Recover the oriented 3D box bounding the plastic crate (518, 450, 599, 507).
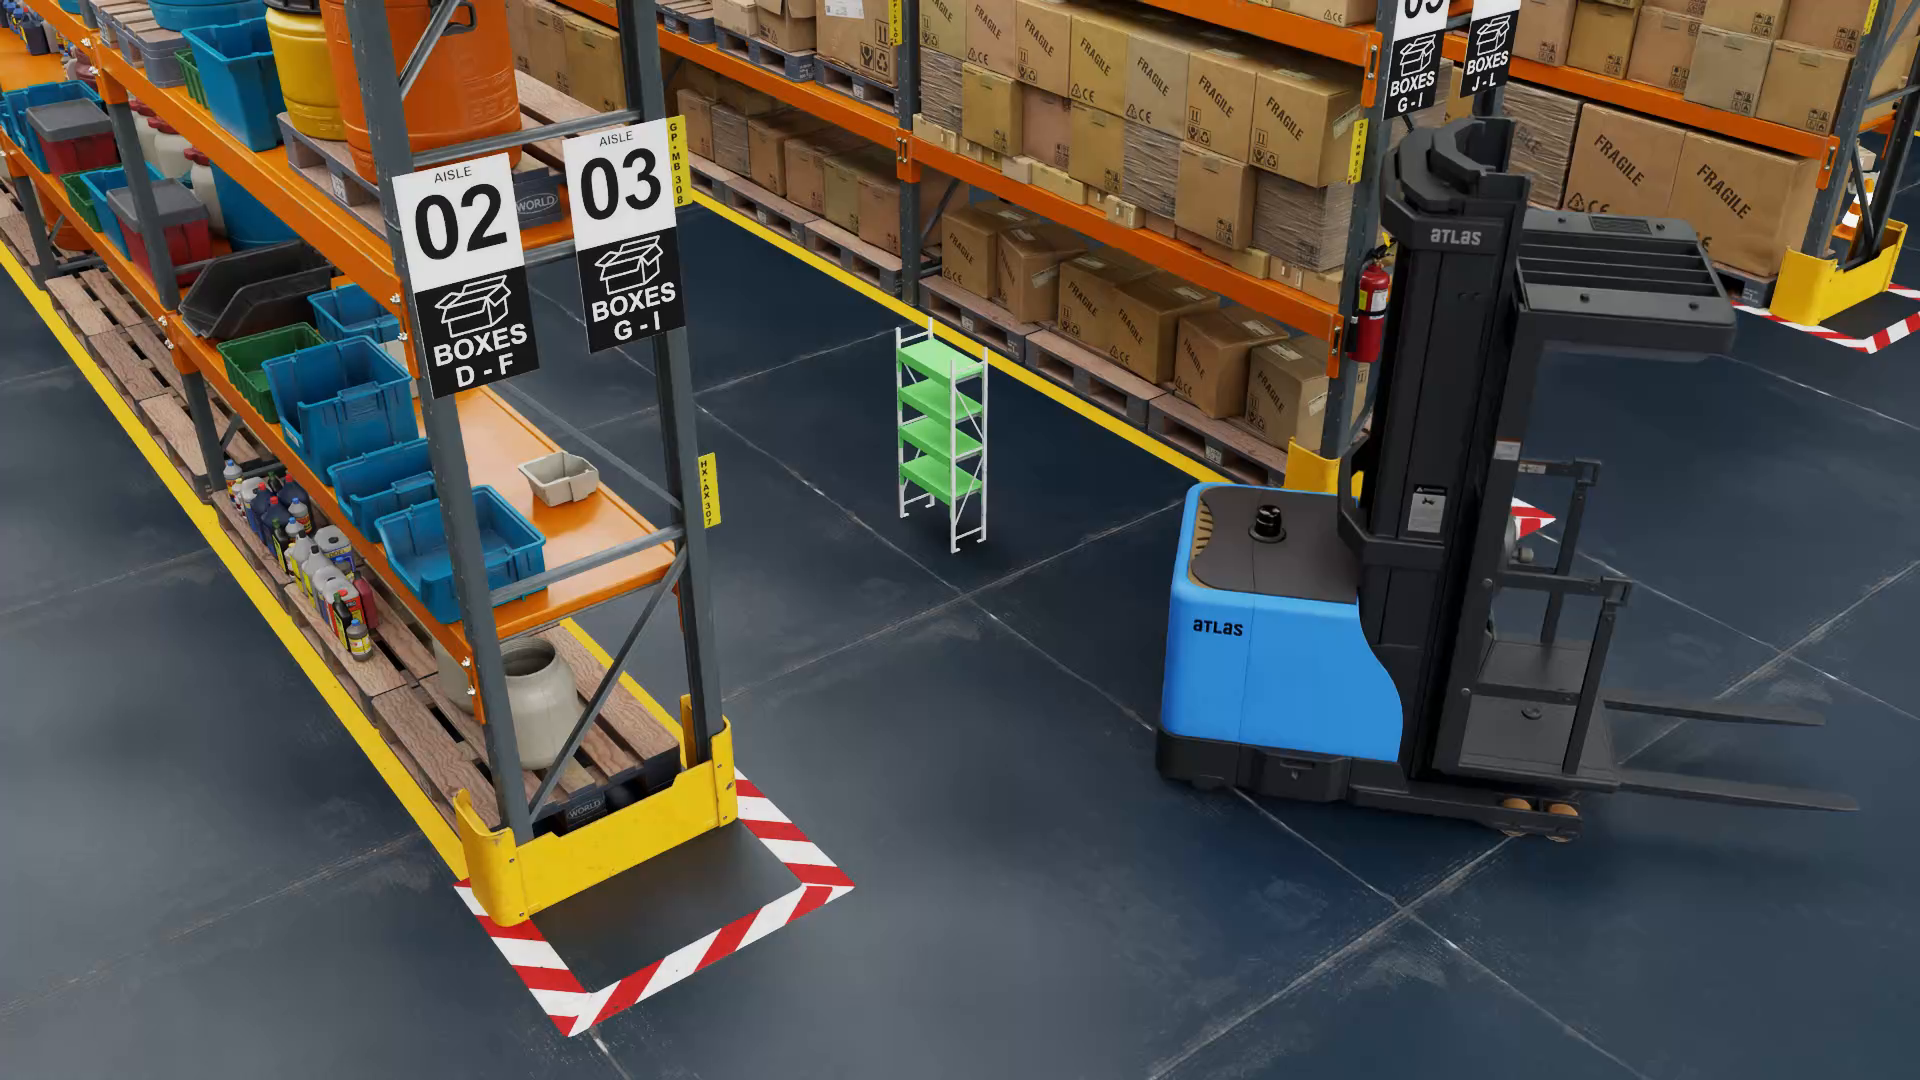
[{"bbox_3d":[-1.750,-0.265,7.311,0.298,0.136,0.250,-22,38,-31],"label":"plastic crate"}]

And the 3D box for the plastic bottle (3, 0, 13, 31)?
[{"bbox_3d":[-7.871,-4.377,13.802,0.097,0.271,0.097,0,32,0],"label":"plastic bottle"}]

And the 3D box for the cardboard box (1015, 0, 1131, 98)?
[{"bbox_3d":[0.693,-3.077,10.264,0.500,0.500,0.500,-22,38,-31],"label":"cardboard box"}]

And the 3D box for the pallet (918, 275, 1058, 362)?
[{"bbox_3d":[0.444,-1.717,12.041,1.003,0.211,1.213,-22,38,-31],"label":"pallet"}]

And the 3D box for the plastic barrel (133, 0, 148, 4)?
[{"bbox_3d":[-3.800,-2.824,7.834,0.421,0.512,0.421,0,32,0],"label":"plastic barrel"}]

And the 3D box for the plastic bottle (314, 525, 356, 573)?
[{"bbox_3d":[-3.263,0.071,8.684,0.152,0.276,0.135,-22,38,-31],"label":"plastic bottle"}]

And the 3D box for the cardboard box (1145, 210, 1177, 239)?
[{"bbox_3d":[1.340,-1.964,10.033,0.380,0.149,0.250,-22,38,-31],"label":"cardboard box"}]

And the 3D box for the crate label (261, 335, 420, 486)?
[{"bbox_3d":[-2.798,-0.595,7.558,0.502,0.435,0.616,-22,38,-31],"label":"crate label"}]

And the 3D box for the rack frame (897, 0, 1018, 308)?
[{"bbox_3d":[0.004,-3.170,11.737,1.000,3.000,0.127,-22,38,-31],"label":"rack frame"}]

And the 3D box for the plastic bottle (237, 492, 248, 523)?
[{"bbox_3d":[-3.935,-0.206,9.201,0.097,0.201,0.097,0,32,0],"label":"plastic bottle"}]

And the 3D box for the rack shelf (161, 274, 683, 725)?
[{"bbox_3d":[-2.682,-0.428,8.005,1.077,0.370,4.000,-22,38,-31],"label":"rack shelf"}]

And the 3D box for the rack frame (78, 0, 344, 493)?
[{"bbox_3d":[-3.908,-1.567,9.157,1.000,3.000,0.127,-22,38,-31],"label":"rack frame"}]

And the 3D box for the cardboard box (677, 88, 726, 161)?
[{"bbox_3d":[-2.022,-3.689,14.526,0.700,0.500,0.500,-25,39,-34],"label":"cardboard box"}]

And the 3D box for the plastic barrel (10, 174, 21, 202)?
[{"bbox_3d":[-7.367,-3.057,13.444,0.600,0.588,0.708,-22,38,-31],"label":"plastic barrel"}]

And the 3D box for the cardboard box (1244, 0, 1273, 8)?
[{"bbox_3d":[1.652,-3.039,8.826,0.500,0.250,0.500,-22,38,-31],"label":"cardboard box"}]

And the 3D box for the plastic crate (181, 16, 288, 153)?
[{"bbox_3d":[-2.863,-1.865,6.809,0.392,0.384,0.575,-22,38,-31],"label":"plastic crate"}]

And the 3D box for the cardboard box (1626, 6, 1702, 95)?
[{"bbox_3d":[5.575,-3.765,12.554,0.875,0.550,0.550,-22,38,-31],"label":"cardboard box"}]

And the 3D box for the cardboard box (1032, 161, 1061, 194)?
[{"bbox_3d":[0.684,-2.363,10.677,0.380,0.149,0.250,-22,38,-31],"label":"cardboard box"}]

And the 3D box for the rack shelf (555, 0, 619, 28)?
[{"bbox_3d":[-3.675,-5.365,15.953,1.077,0.370,4.000,-22,38,-31],"label":"rack shelf"}]

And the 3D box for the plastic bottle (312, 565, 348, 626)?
[{"bbox_3d":[-3.146,0.275,8.356,0.152,0.276,0.135,-23,39,-33],"label":"plastic bottle"}]

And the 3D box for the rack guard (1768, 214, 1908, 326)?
[{"bbox_3d":[6.452,-1.993,12.213,1.175,0.500,0.348,-22,38,-31],"label":"rack guard"}]

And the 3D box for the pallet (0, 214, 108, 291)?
[{"bbox_3d":[-6.878,-2.365,13.084,1.003,0.211,1.213,-22,38,-31],"label":"pallet"}]

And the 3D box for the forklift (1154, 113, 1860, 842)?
[{"bbox_3d":[2.467,-0.221,7.055,3.031,2.935,1.130,6,32,10],"label":"forklift"}]

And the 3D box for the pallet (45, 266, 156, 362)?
[{"bbox_3d":[-5.917,-1.714,12.037,1.003,0.211,1.213,-22,38,-31],"label":"pallet"}]

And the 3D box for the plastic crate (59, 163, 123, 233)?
[{"bbox_3d":[-5.199,-2.112,10.235,0.450,0.188,0.662,-22,38,-31],"label":"plastic crate"}]

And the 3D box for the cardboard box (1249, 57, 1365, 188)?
[{"bbox_3d":[1.924,-2.246,8.925,0.500,0.500,0.500,-22,38,-31],"label":"cardboard box"}]

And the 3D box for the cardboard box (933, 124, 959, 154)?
[{"bbox_3d":[0.041,-2.768,11.328,0.380,0.149,0.250,-22,38,-31],"label":"cardboard box"}]

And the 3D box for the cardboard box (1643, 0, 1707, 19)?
[{"bbox_3d":[5.594,-4.232,12.281,0.875,0.550,0.550,-22,38,-31],"label":"cardboard box"}]

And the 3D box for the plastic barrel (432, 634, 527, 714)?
[{"bbox_3d":[-2.227,0.520,7.757,0.421,0.512,0.421,0,32,0],"label":"plastic barrel"}]

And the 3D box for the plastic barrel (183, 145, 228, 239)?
[{"bbox_3d":[-4.322,-2.095,9.878,0.433,0.535,0.433,0,32,0],"label":"plastic barrel"}]

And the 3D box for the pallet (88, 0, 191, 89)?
[{"bbox_3d":[-3.389,-2.492,7.982,1.213,0.211,1.003,-22,38,-31],"label":"pallet"}]

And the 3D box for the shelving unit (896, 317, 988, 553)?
[{"bbox_3d":[-0.101,-0.579,9.271,0.258,1.200,0.503,-22,38,-31],"label":"shelving unit"}]

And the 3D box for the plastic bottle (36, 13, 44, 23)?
[{"bbox_3d":[-7.317,-4.144,13.353,0.144,0.351,0.185,-22,38,-31],"label":"plastic bottle"}]

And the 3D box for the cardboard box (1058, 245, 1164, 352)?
[{"bbox_3d":[1.018,-1.637,11.241,0.500,0.500,0.500,-26,40,-35],"label":"cardboard box"}]

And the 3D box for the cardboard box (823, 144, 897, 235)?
[{"bbox_3d":[-0.633,-2.762,13.034,0.700,0.500,0.500,-23,38,-32],"label":"cardboard box"}]

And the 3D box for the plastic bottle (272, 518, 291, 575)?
[{"bbox_3d":[-3.557,0.031,8.741,0.061,0.283,0.133,-20,37,-29],"label":"plastic bottle"}]

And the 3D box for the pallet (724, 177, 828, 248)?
[{"bbox_3d":[-1.227,-2.818,13.814,1.003,0.211,1.213,-22,38,-31],"label":"pallet"}]

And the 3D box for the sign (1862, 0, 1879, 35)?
[{"bbox_3d":[6.000,-3.488,10.928,0.100,0.325,0.005,-22,38,-31],"label":"sign"}]

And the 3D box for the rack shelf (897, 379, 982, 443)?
[{"bbox_3d":[-0.101,-0.728,9.178,0.258,0.148,0.480,-22,38,-31],"label":"rack shelf"}]

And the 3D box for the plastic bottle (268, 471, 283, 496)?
[{"bbox_3d":[-3.756,-0.234,9.169,0.061,0.283,0.133,-22,38,-31],"label":"plastic bottle"}]

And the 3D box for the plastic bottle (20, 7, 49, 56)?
[{"bbox_3d":[-7.354,-4.039,13.183,0.144,0.351,0.185,-22,38,-31],"label":"plastic bottle"}]

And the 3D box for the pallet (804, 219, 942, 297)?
[{"bbox_3d":[-0.475,-2.309,12.995,1.003,0.211,1.213,-22,38,-31],"label":"pallet"}]

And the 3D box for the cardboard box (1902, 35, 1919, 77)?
[{"bbox_3d":[8.961,-4.716,15.725,0.500,0.500,0.500,-23,39,-32],"label":"cardboard box"}]

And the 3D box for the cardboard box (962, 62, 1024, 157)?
[{"bbox_3d":[0.510,-2.911,10.944,0.875,0.500,0.500,-22,38,-31],"label":"cardboard box"}]

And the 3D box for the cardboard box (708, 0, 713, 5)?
[{"bbox_3d":[-1.665,-4.645,13.620,0.700,0.500,0.500,-16,35,-25],"label":"cardboard box"}]

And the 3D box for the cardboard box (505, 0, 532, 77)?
[{"bbox_3d":[-3.945,-5.147,16.537,1.225,0.875,0.875,-24,39,-33],"label":"cardboard box"}]

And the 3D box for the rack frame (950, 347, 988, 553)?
[{"bbox_3d":[0.048,-0.477,9.108,0.240,1.200,0.015,-22,38,-31],"label":"rack frame"}]

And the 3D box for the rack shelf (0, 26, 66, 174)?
[{"bbox_3d":[-7.588,-3.762,13.373,1.077,0.370,4.000,-22,38,-31],"label":"rack shelf"}]

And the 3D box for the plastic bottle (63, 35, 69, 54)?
[{"bbox_3d":[-6.928,-3.866,12.981,0.097,0.271,0.097,0,32,0],"label":"plastic bottle"}]

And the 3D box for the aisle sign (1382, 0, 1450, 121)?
[{"bbox_3d":[2.258,-2.484,8.169,0.394,0.787,0.004,-22,38,-31],"label":"aisle sign"}]

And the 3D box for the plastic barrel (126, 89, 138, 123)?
[{"bbox_3d":[-5.303,-2.747,10.950,0.421,0.512,0.421,0,32,0],"label":"plastic barrel"}]

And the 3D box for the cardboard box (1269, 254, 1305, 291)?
[{"bbox_3d":[1.966,-1.552,9.371,0.380,0.149,0.250,-22,38,-31],"label":"cardboard box"}]

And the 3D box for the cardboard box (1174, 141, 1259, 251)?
[{"bbox_3d":[1.740,-2.079,9.605,0.875,0.500,0.500,-22,38,-31],"label":"cardboard box"}]

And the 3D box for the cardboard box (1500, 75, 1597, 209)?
[{"bbox_3d":[4.870,-3.349,13.642,0.875,0.875,0.875,-22,38,-31],"label":"cardboard box"}]

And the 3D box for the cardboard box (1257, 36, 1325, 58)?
[{"bbox_3d":[2.034,-2.624,9.535,0.500,0.500,0.500,-22,38,-31],"label":"cardboard box"}]

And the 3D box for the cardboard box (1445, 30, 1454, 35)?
[{"bbox_3d":[4.220,-4.646,13.972,0.875,0.550,0.550,-22,38,-31],"label":"cardboard box"}]
